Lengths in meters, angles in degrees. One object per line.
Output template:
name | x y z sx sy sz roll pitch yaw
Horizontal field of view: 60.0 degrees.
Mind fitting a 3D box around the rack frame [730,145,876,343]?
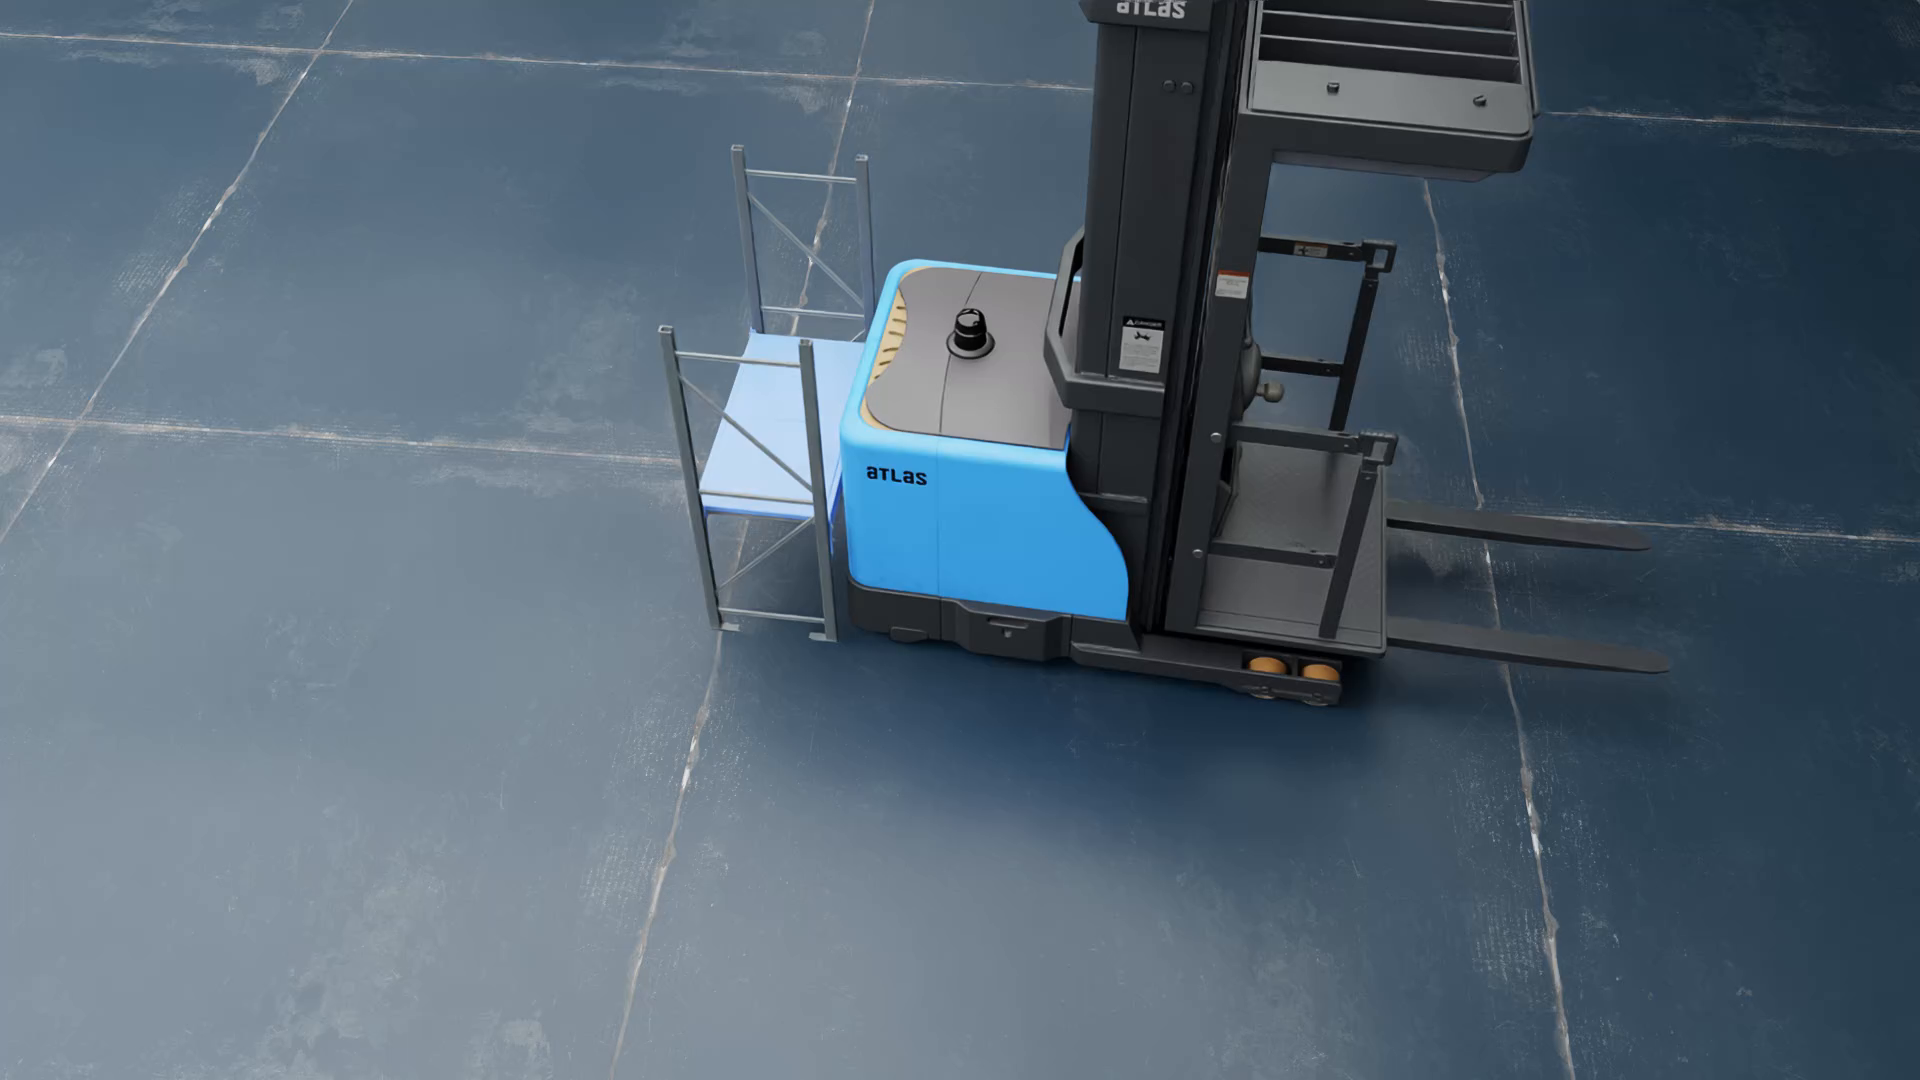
rack frame | -0.580 -0.891 6.549 0.500 1.500 0.032 6 48 5

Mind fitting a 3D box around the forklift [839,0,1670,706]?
forklift | 1.136 -0.799 5.495 3.031 2.935 1.130 7 48 7

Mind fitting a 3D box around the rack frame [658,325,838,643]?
rack frame | -0.718 -0.148 5.869 0.500 1.500 0.032 6 48 5

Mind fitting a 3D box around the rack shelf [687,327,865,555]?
rack shelf | -0.649 -0.398 6.342 0.538 0.185 1.000 6 48 5

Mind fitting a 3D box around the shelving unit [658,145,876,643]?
shelving unit | -0.649 -0.520 6.209 0.538 1.500 1.048 6 48 5
